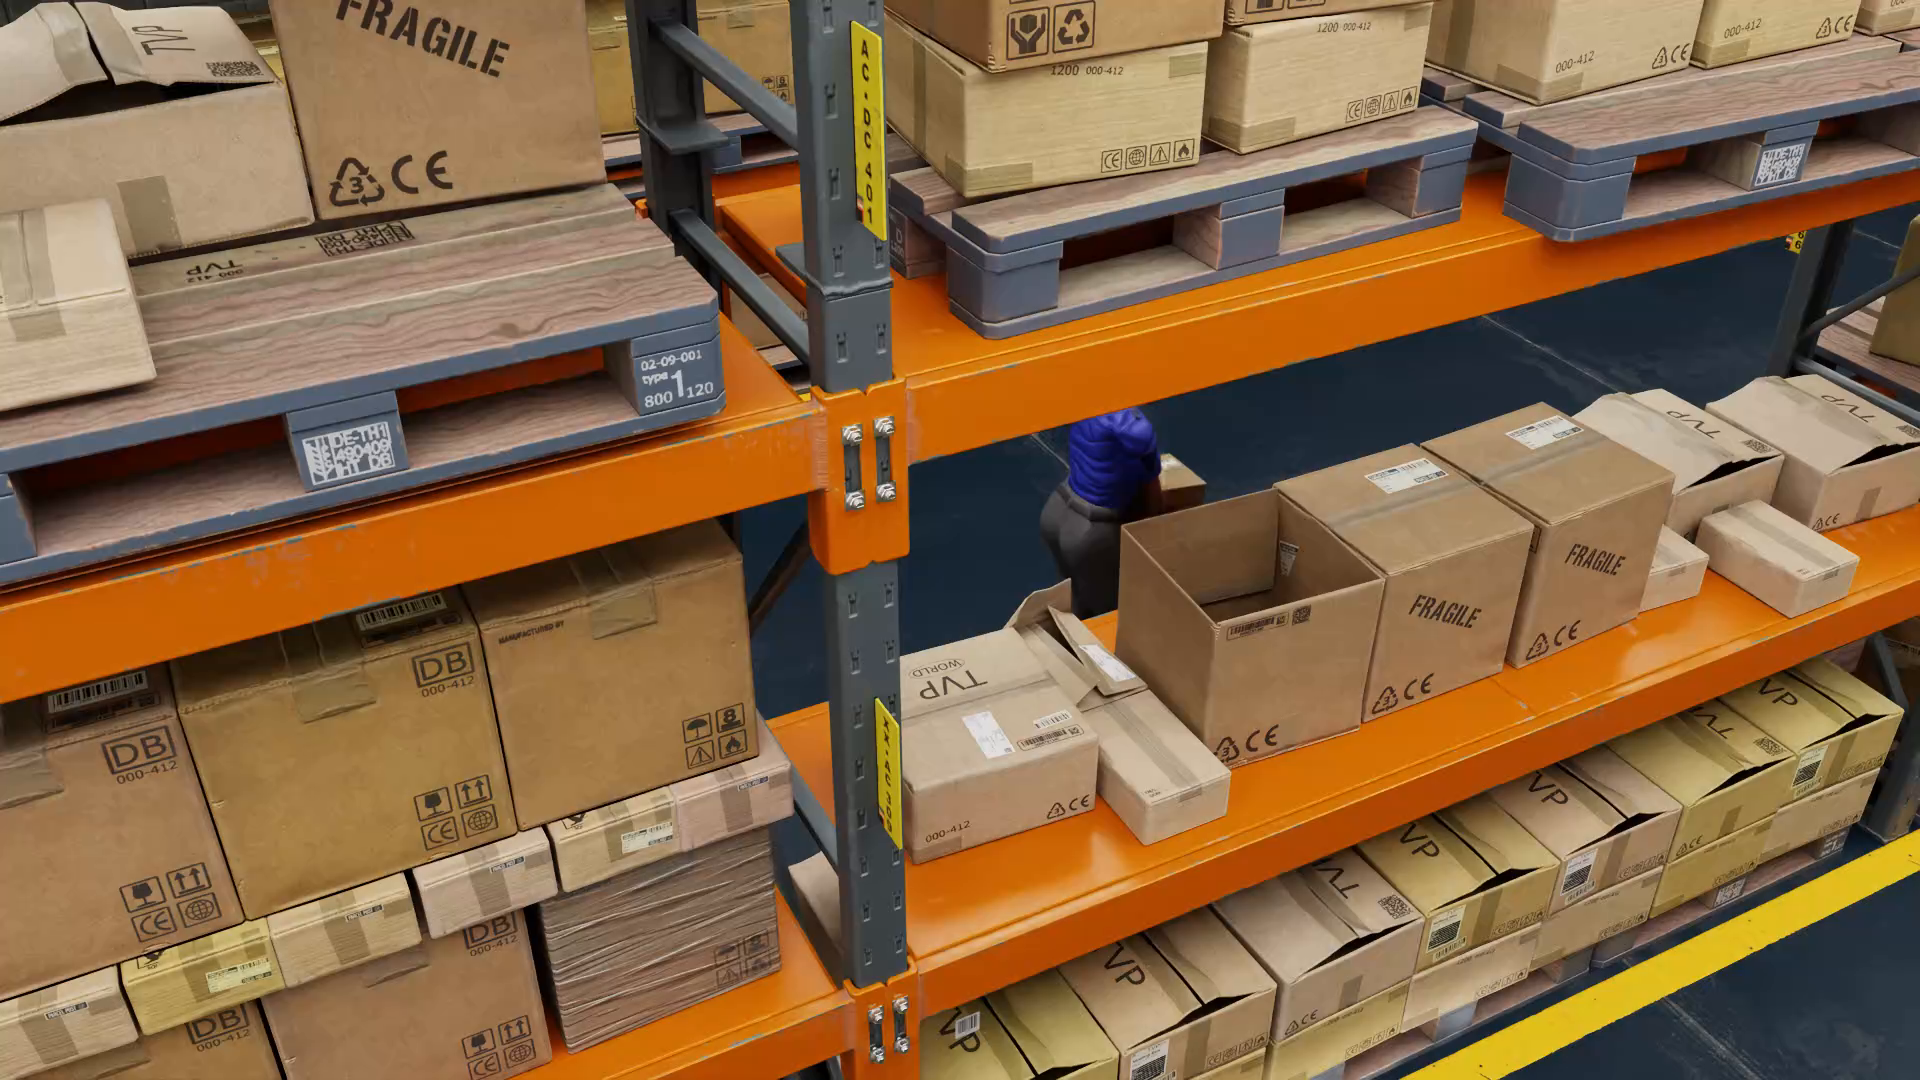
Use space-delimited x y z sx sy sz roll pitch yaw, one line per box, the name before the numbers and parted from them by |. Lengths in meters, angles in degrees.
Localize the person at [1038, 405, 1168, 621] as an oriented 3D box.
person | 0.567 -0.054 6.255 0.533 1.637 0.410 -16 37 -23
